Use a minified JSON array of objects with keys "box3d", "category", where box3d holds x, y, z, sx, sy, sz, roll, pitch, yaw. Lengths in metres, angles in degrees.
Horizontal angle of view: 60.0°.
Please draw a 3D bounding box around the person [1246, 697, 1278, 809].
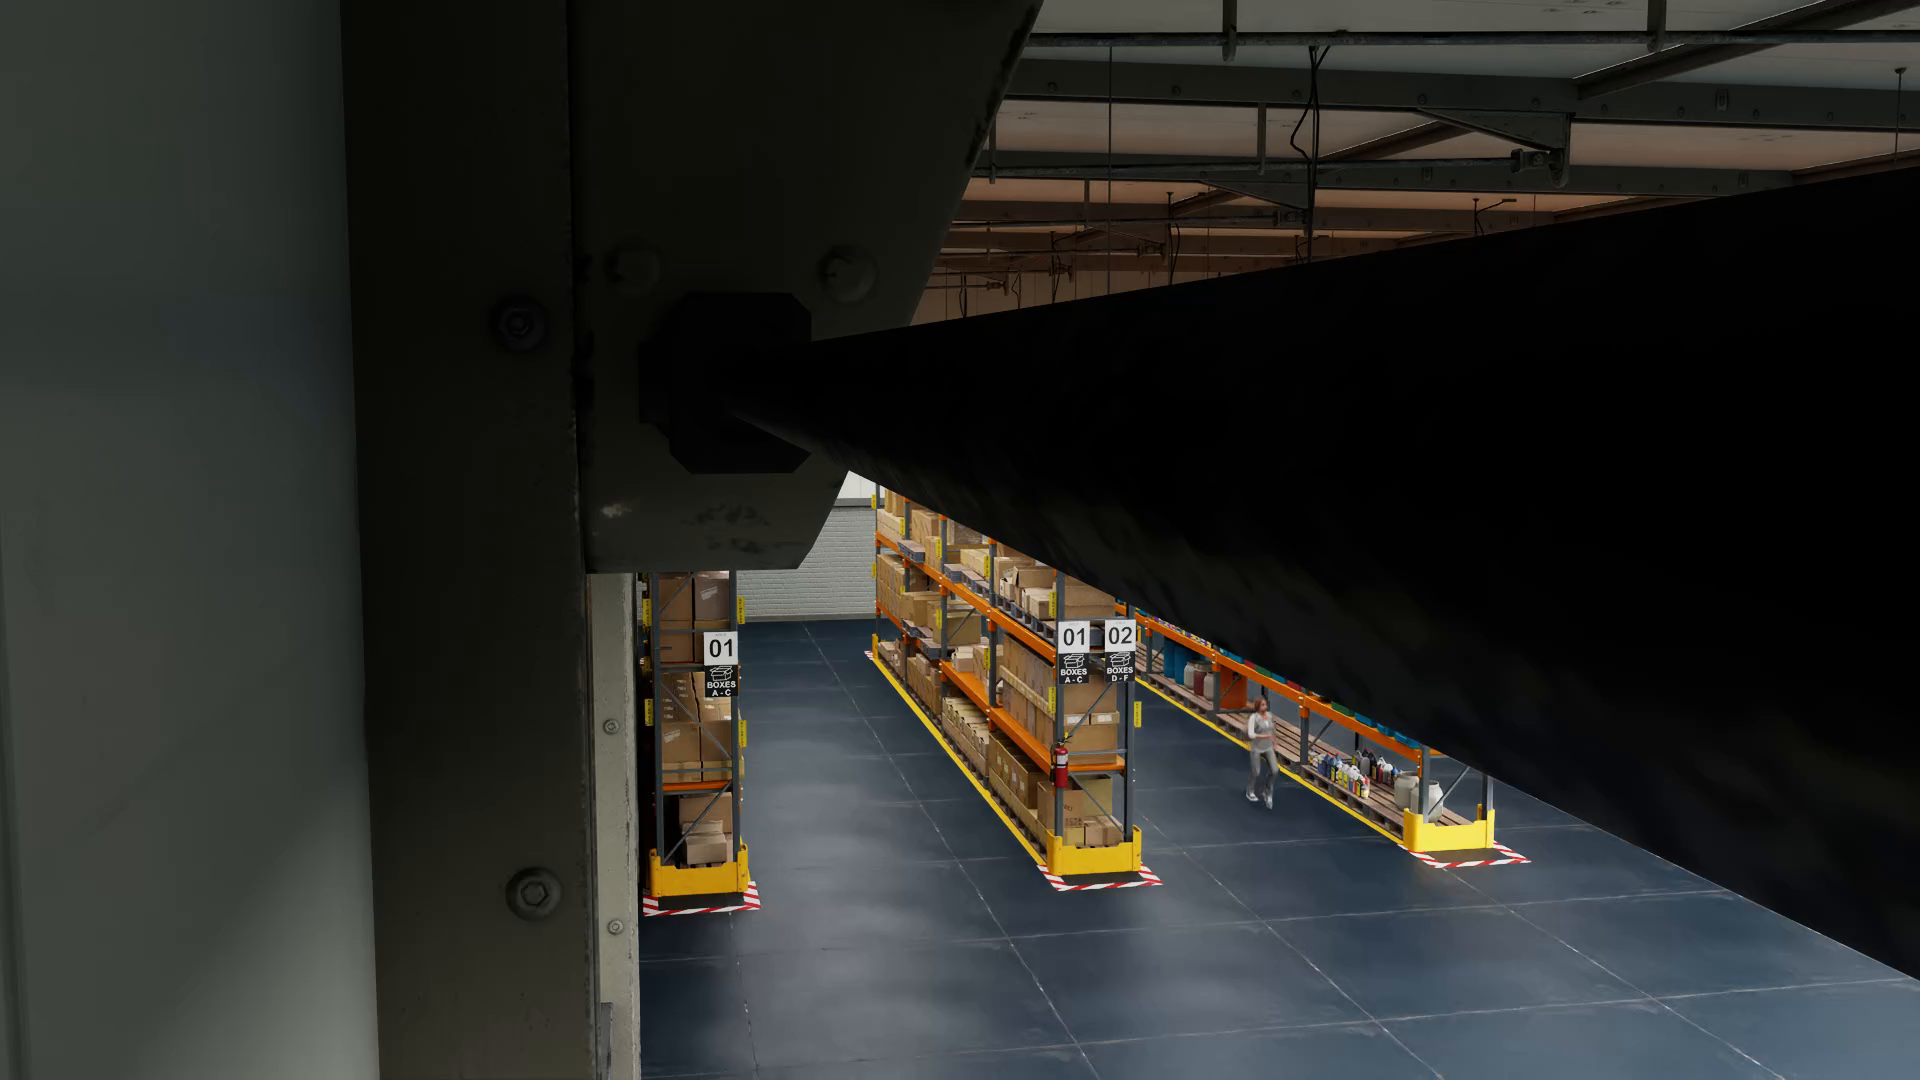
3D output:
[{"box3d":[4.377,3.068,24.063,0.507,1.621,0.682,-2,6,-18],"category":"person"}]
